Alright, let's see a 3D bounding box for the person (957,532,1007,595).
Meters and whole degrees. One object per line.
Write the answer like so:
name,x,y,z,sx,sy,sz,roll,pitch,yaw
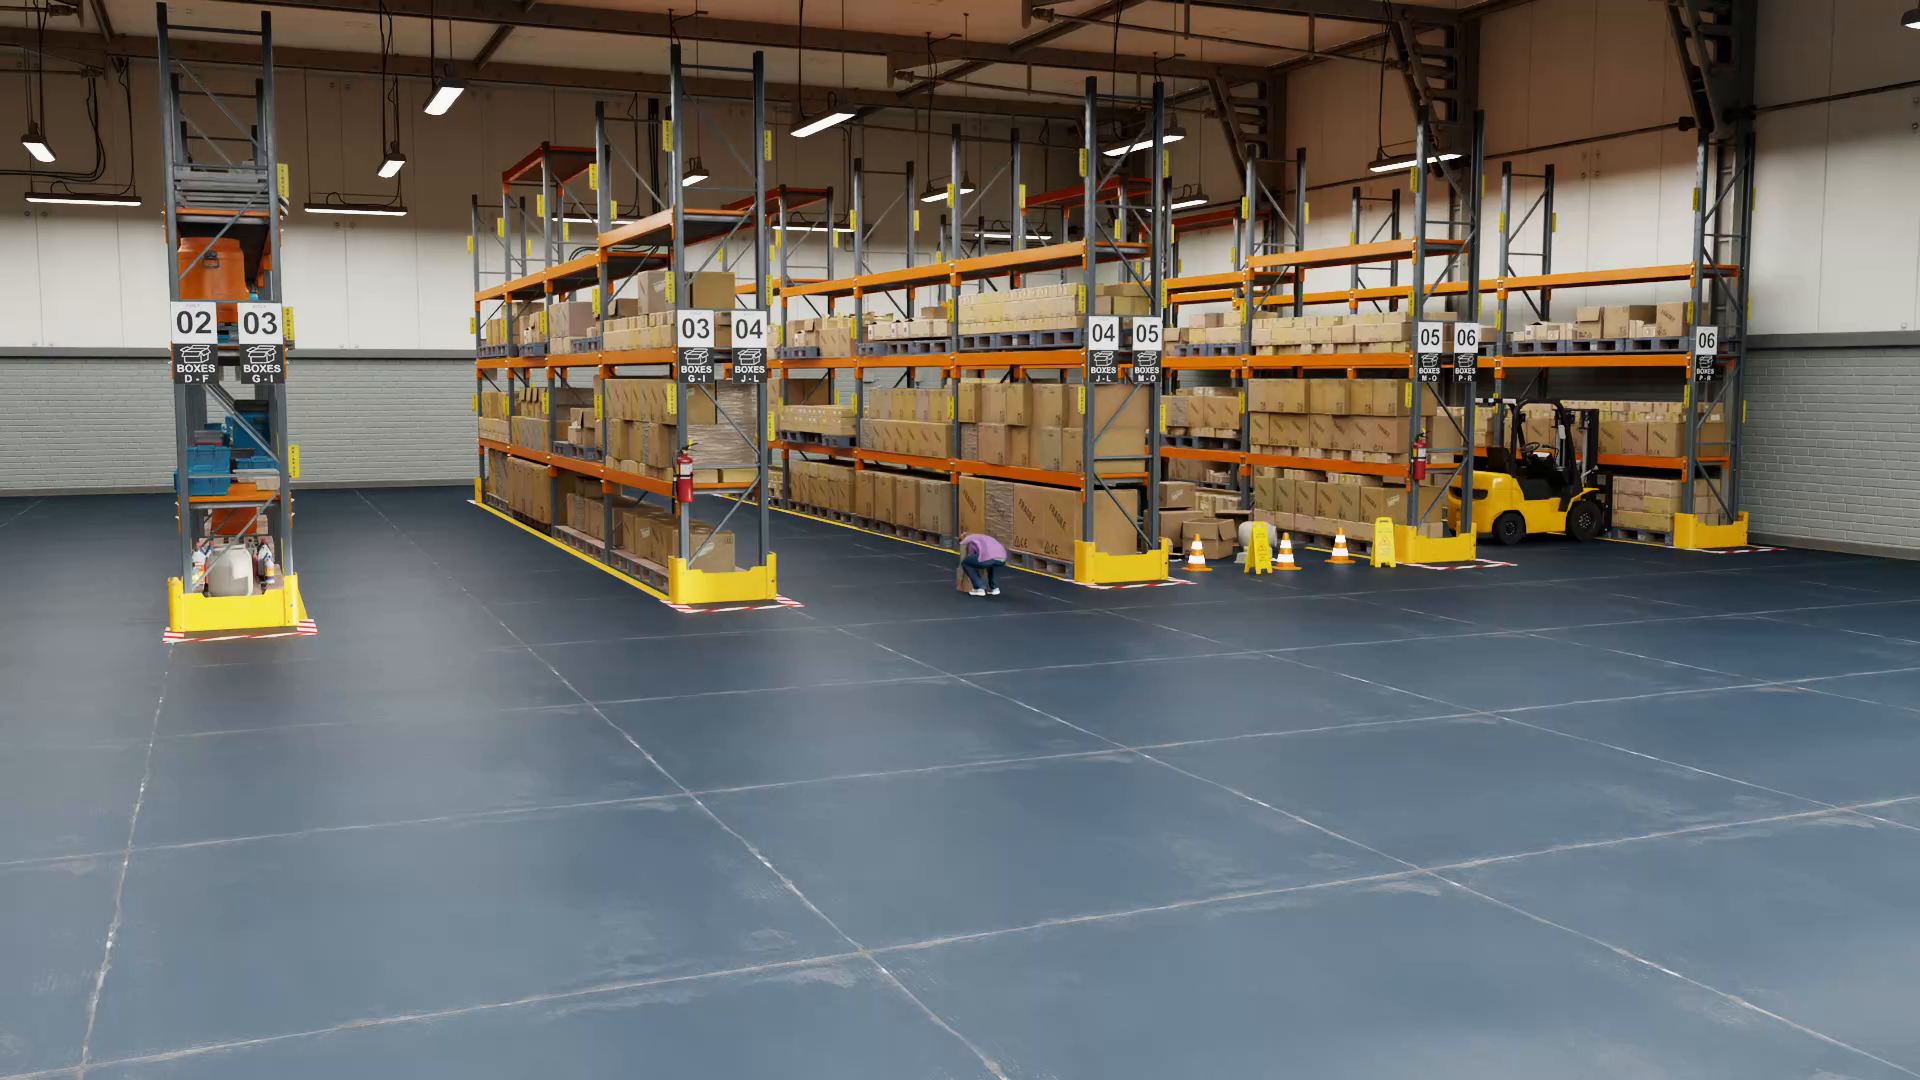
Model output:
person,0.235,0.287,19.075,0.419,0.701,0.858,-3,6,-25
